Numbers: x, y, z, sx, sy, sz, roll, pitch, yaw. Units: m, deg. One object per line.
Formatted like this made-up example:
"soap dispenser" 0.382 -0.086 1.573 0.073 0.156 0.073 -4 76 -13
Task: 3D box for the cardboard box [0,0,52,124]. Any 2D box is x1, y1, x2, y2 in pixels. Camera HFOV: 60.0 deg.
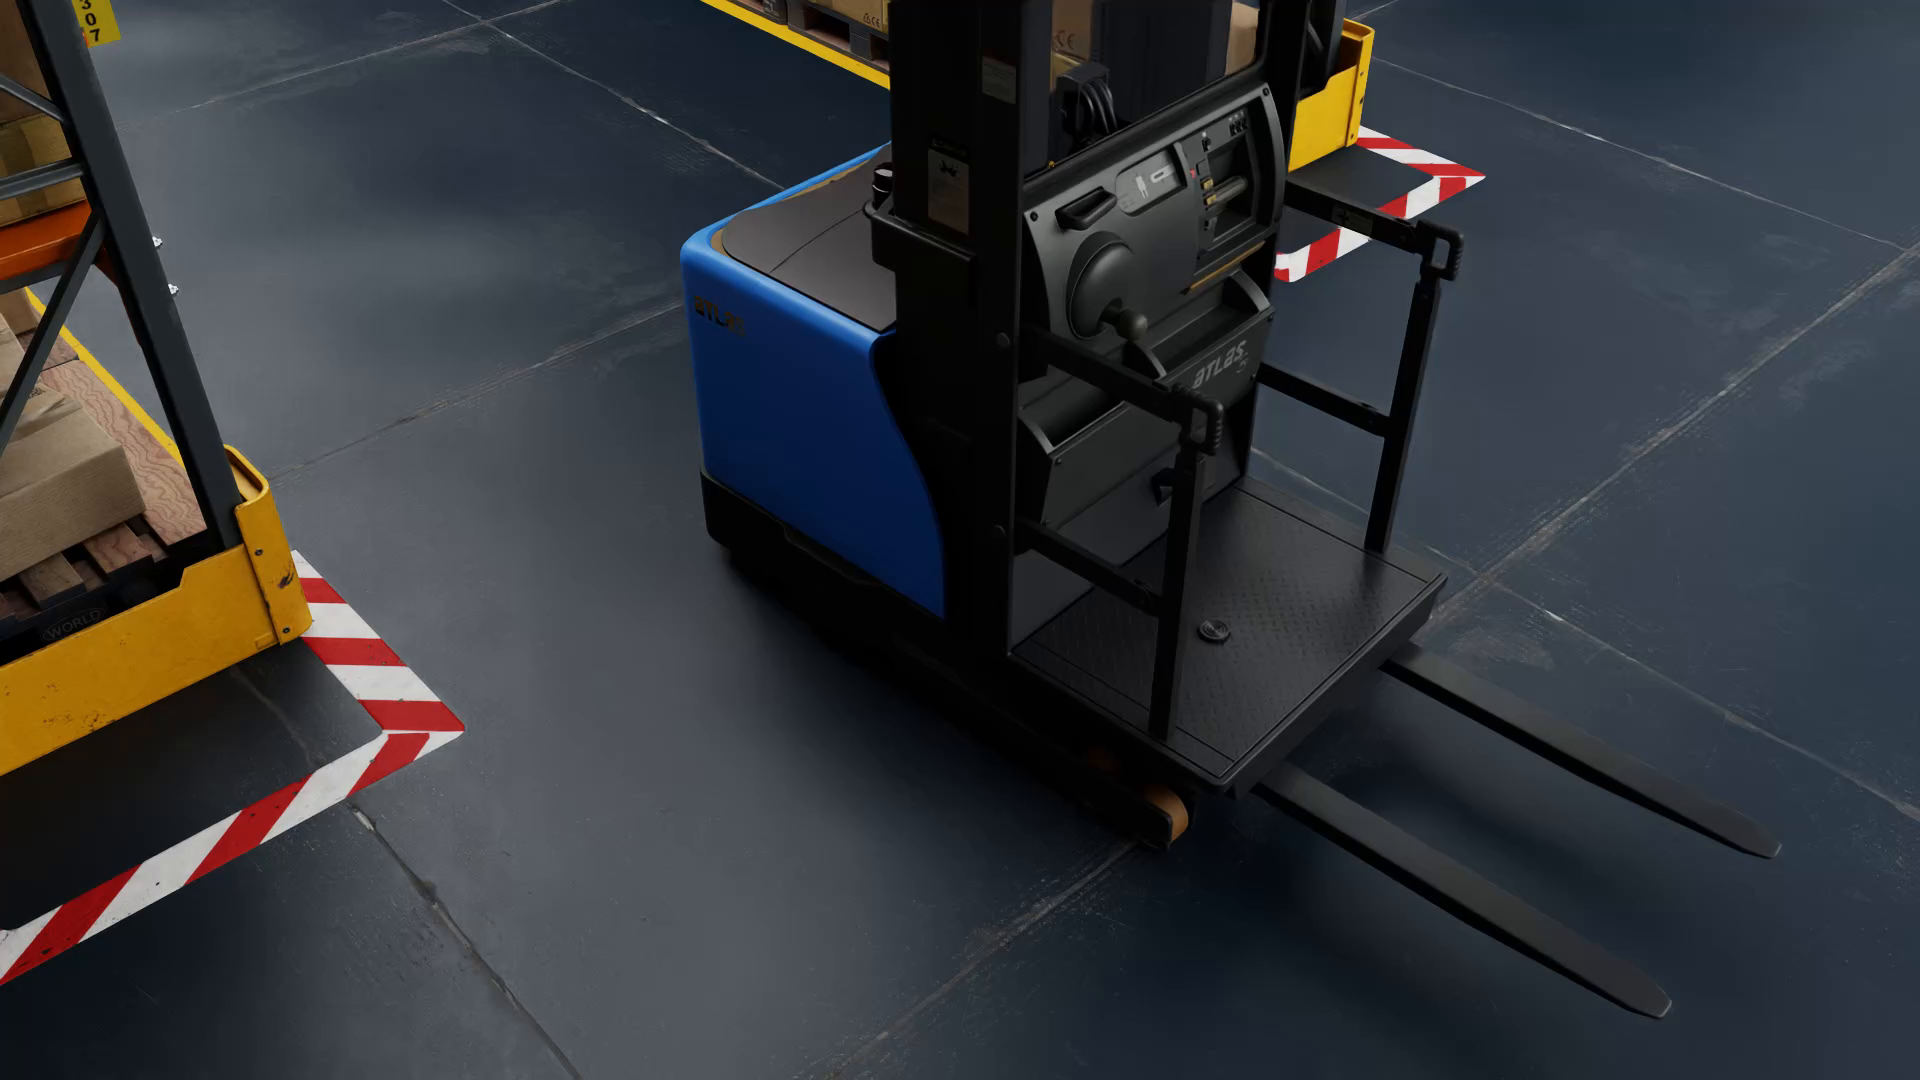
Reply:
"cardboard box" -2.496 -1.298 3.977 0.500 0.500 0.500 -30 48 -32

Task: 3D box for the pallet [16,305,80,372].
"pallet" -3.790 -0.614 5.843 1.003 0.211 1.213 -30 48 -32

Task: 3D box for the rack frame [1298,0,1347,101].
"rack frame" 1.252 -2.815 6.349 1.000 3.000 0.127 -30 48 -32

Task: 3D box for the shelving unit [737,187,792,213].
"shelving unit" -0.522 -0.652 5.341 0.210 0.900 0.258 30 48 32

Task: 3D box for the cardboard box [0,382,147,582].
"cardboard box" -2.796 -0.192 4.890 0.500 0.311 0.500 29 47 31

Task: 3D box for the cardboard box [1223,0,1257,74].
"cardboard box" 1.053 -2.252 7.505 0.500 0.250 0.500 -30 48 -32

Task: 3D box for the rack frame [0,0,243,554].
"rack frame" -2.394 -0.709 3.740 1.000 3.000 0.127 -30 48 -32

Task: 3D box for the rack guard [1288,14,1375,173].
"rack guard" 1.269 -1.832 7.120 1.175 0.500 0.348 -30 48 -32

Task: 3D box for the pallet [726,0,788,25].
"pallet" -0.946 -3.196 9.039 1.003 0.211 1.213 -30 48 -32

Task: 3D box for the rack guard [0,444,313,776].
"rack guard" -2.445 0.229 4.569 1.175 0.500 0.348 -30 48 -32

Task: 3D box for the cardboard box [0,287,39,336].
"cardboard box" -3.641 -0.890 5.604 0.500 0.500 0.700 31 48 33

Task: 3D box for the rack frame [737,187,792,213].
"rack frame" -0.597 -0.695 5.395 0.006 0.900 0.240 30 48 32

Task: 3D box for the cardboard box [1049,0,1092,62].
"cardboard box" 0.670 -2.323 6.996 0.500 0.500 0.500 -30 48 -32

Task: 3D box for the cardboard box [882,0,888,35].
"cardboard box" -0.015 -2.489 7.798 0.500 0.250 0.500 -30 48 -32

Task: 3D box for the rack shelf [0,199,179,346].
"rack shelf" -3.747 -1.354 5.112 1.077 0.370 4.000 -30 48 -32

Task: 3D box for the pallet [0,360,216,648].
"pallet" -2.969 -0.050 5.144 1.003 0.211 1.213 -30 48 -32

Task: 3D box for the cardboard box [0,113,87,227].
"cardboard box" -2.490 -1.019 4.228 0.500 0.250 0.500 -31 48 -33

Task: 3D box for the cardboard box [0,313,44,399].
"cardboard box" -3.181 -0.456 5.217 0.500 0.311 0.500 -26 46 -28

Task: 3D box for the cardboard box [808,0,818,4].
"cardboard box" -0.694 -2.950 8.369 0.500 0.250 0.500 -30 48 -32

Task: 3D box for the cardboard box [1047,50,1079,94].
"cardboard box" 0.672 -2.032 7.232 0.500 0.250 0.500 -30 48 -32

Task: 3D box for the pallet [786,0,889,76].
"pallet" -0.117 -2.631 8.340 1.003 0.211 1.213 -30 48 -32

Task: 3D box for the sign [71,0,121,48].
"sign" -1.995 -1.276 3.754 0.100 0.325 0.005 -30 48 -32

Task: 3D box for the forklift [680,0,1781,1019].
"forklift" 0.634 -0.726 3.816 3.031 2.935 1.130 30 48 32

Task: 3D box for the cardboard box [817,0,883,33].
"cardboard box" -0.351 -2.721 8.086 0.500 0.250 0.500 -30 48 -32
